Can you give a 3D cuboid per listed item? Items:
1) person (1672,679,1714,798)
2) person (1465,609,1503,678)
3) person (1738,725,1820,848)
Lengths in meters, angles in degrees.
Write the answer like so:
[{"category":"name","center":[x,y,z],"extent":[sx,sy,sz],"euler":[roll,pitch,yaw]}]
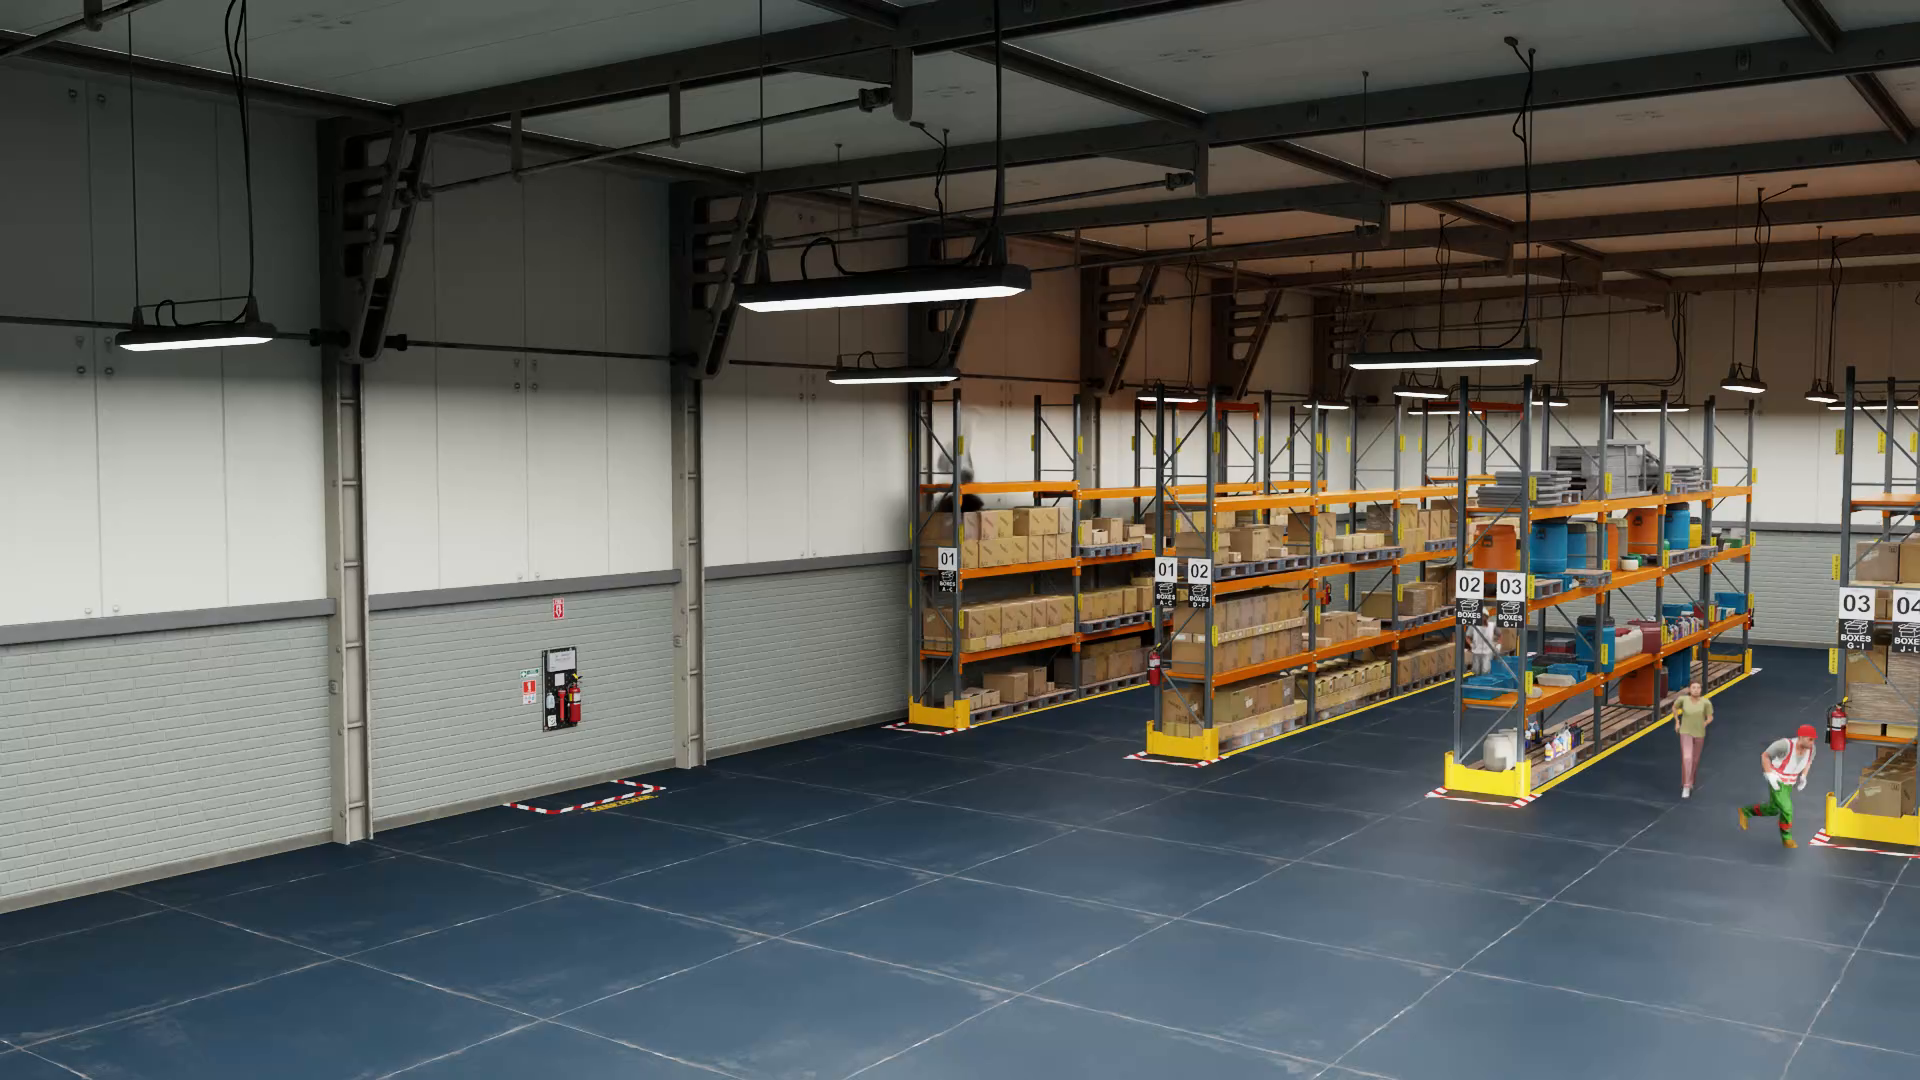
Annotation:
[{"category":"person","center":[10.501,2.835,23.819],"extent":[0.514,1.677,0.798],"euler":[1,3,13]},{"category":"person","center":[10.304,2.247,32.746],"extent":[0.708,1.789,0.852],"euler":[1,4,22]},{"category":"person","center":[10.282,3.037,20.866],"extent":[0.659,1.573,1.152],"euler":[-1,3,-17]}]
